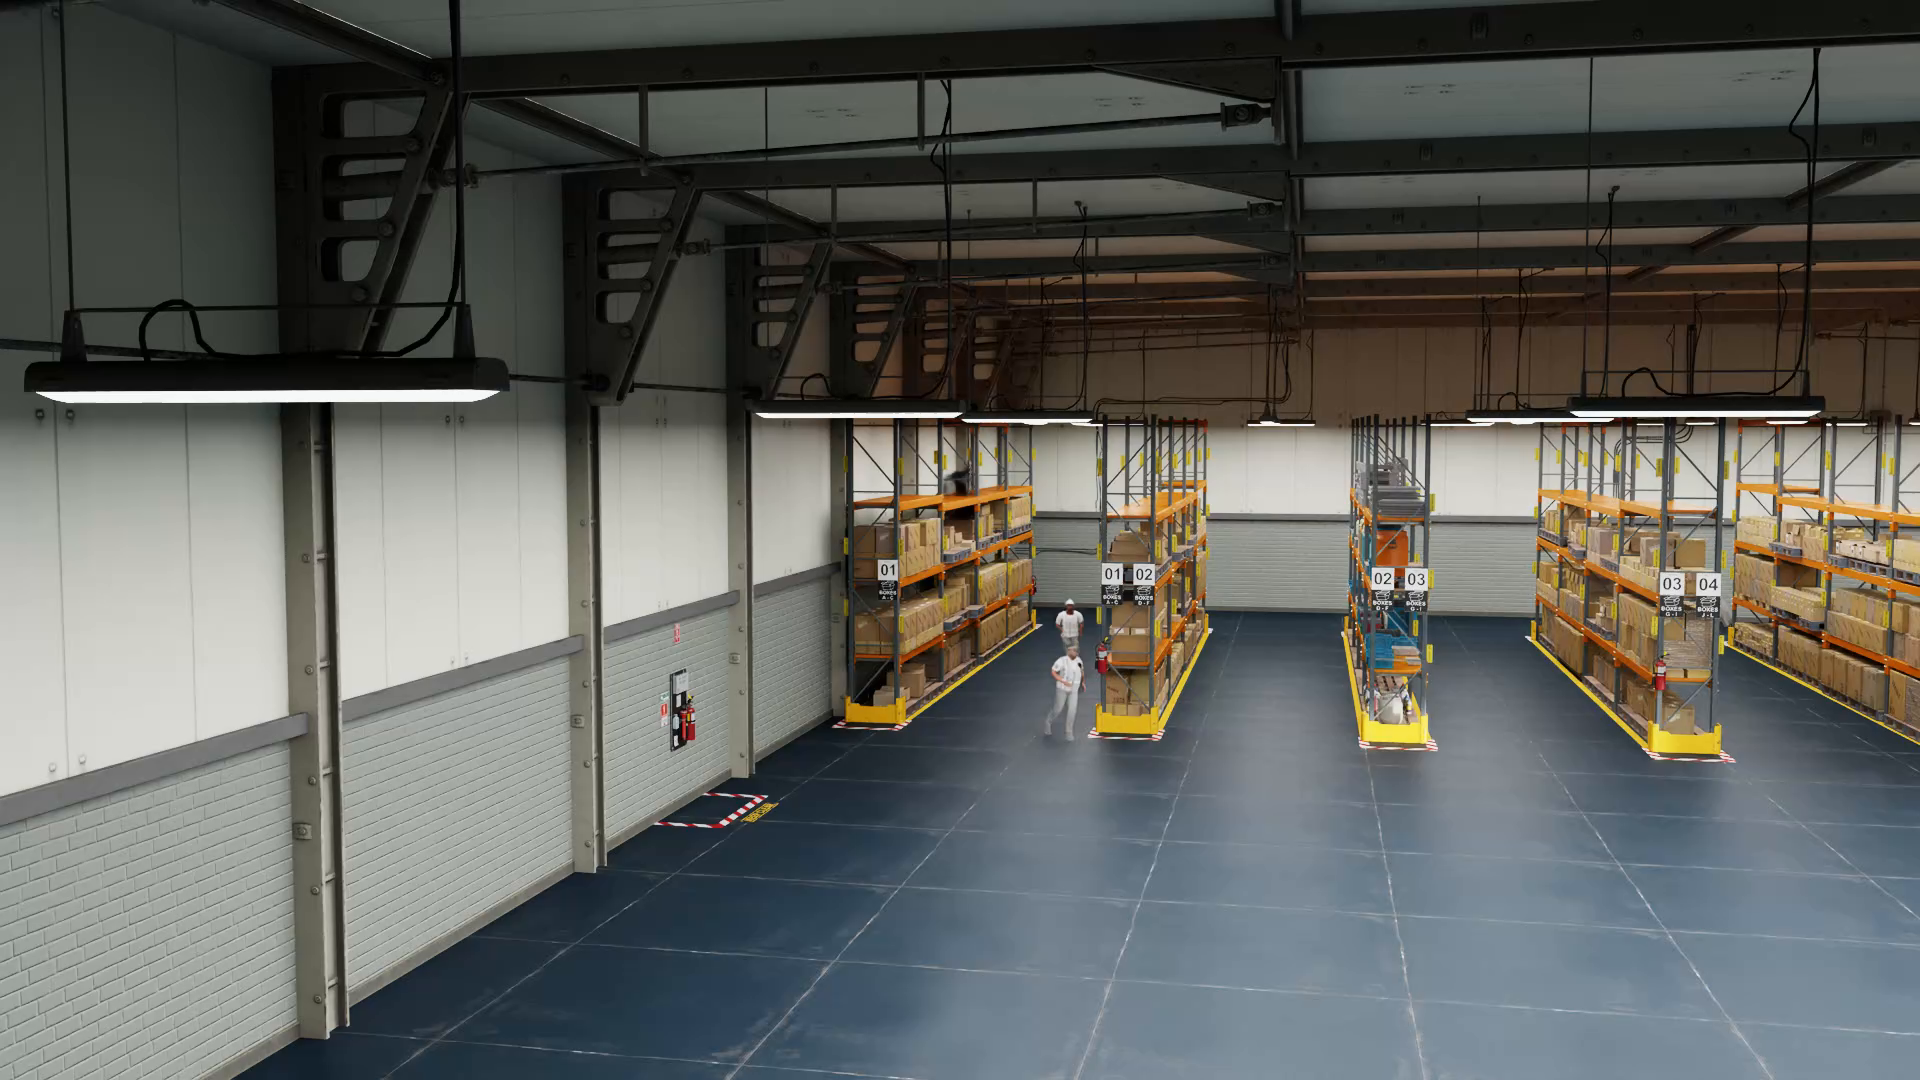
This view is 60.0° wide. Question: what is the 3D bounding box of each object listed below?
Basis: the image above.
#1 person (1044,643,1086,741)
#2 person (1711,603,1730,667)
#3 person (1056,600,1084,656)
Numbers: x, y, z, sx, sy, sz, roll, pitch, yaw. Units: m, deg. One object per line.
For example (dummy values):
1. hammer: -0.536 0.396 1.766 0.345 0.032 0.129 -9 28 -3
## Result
1. person: 2.031 2.782 30.895 0.737 1.761 0.898 -2 4 -23
2. person: 18.321 2.169 40.395 0.711 1.769 0.900 0 4 7
3. person: 2.577 2.256 38.930 0.667 1.719 0.601 0 4 1
